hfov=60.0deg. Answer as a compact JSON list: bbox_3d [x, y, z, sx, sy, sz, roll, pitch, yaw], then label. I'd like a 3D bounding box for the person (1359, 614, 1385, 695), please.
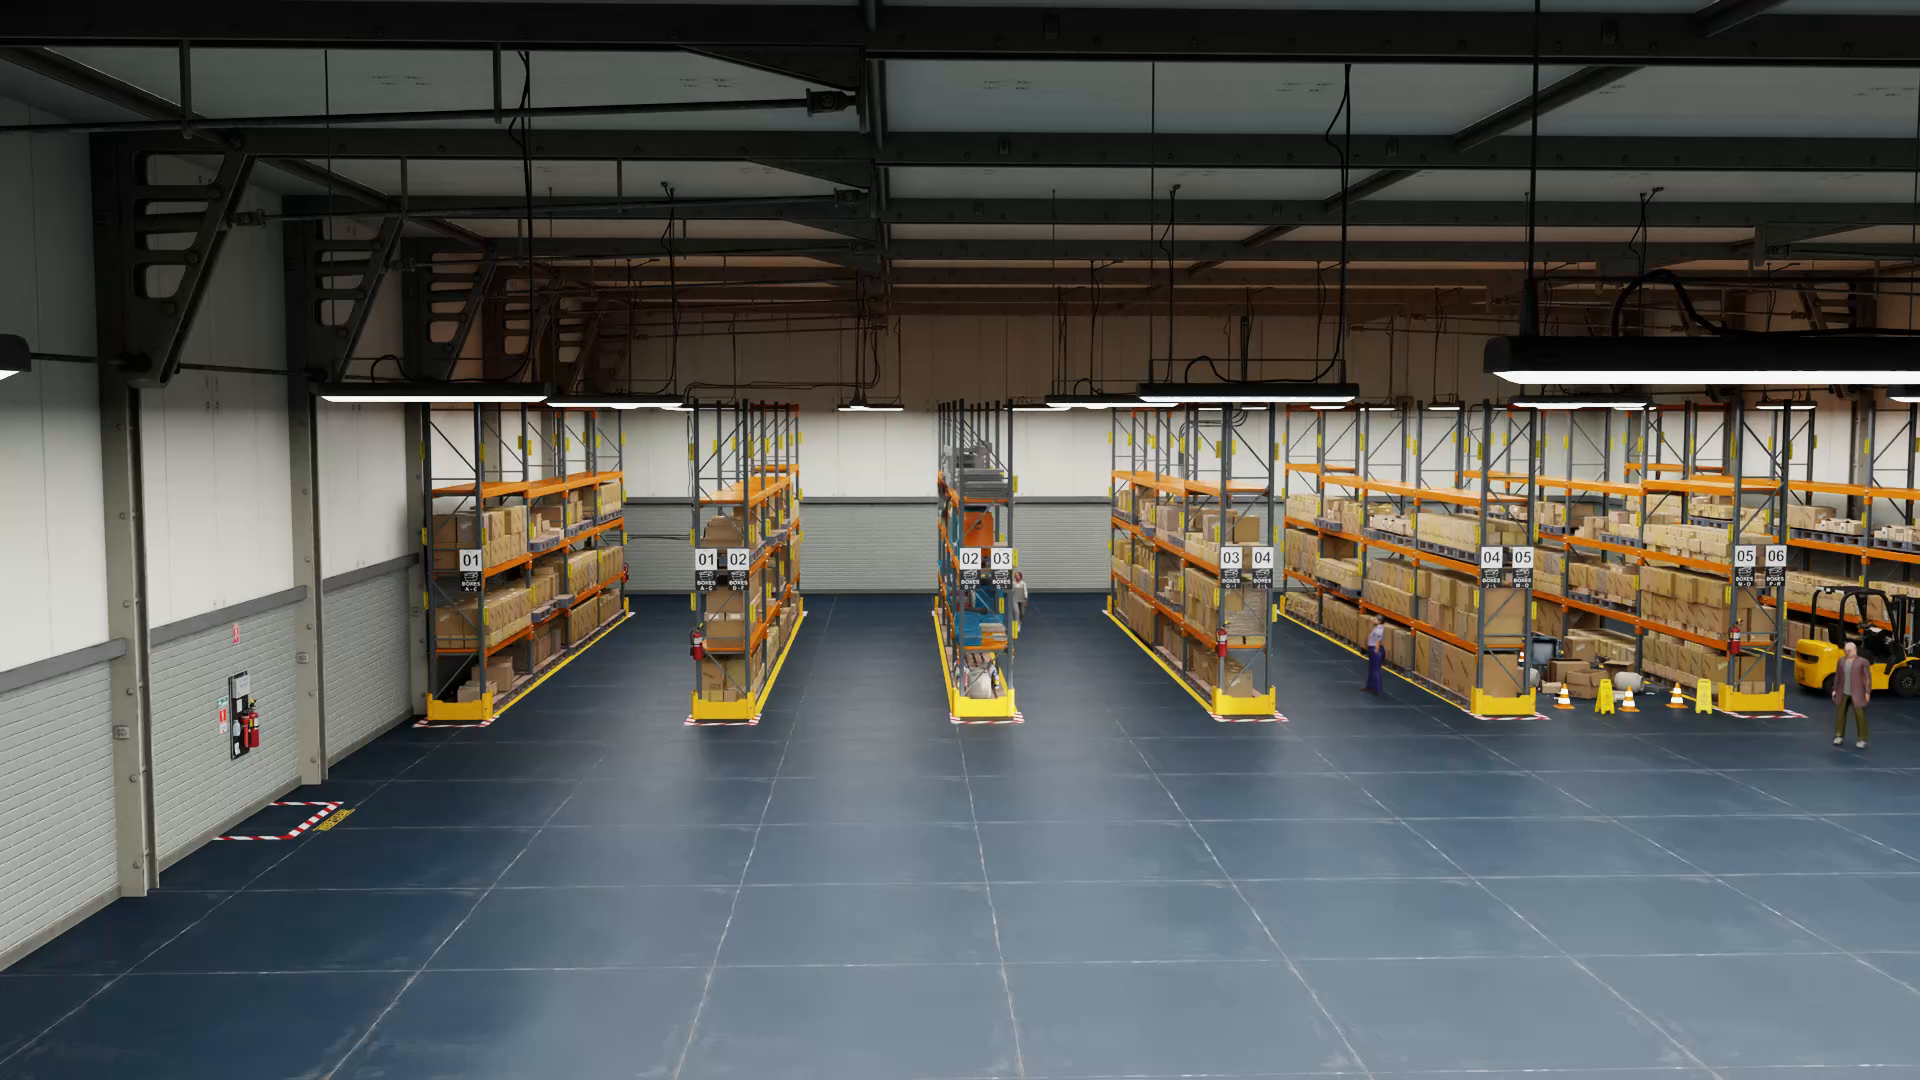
[{"bbox_3d":[8.415,2.331,34.047,0.567,1.647,0.492,2,5,30],"label":"person"}]

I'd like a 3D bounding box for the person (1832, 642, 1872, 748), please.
[{"bbox_3d":[15.338,2.649,28.677,0.421,1.776,0.641,-3,5,-37],"label":"person"}]

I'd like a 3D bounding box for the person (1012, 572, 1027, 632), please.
[{"bbox_3d":[1.545,1.609,43.753,0.436,1.555,0.703,-1,4,-10],"label":"person"}]
